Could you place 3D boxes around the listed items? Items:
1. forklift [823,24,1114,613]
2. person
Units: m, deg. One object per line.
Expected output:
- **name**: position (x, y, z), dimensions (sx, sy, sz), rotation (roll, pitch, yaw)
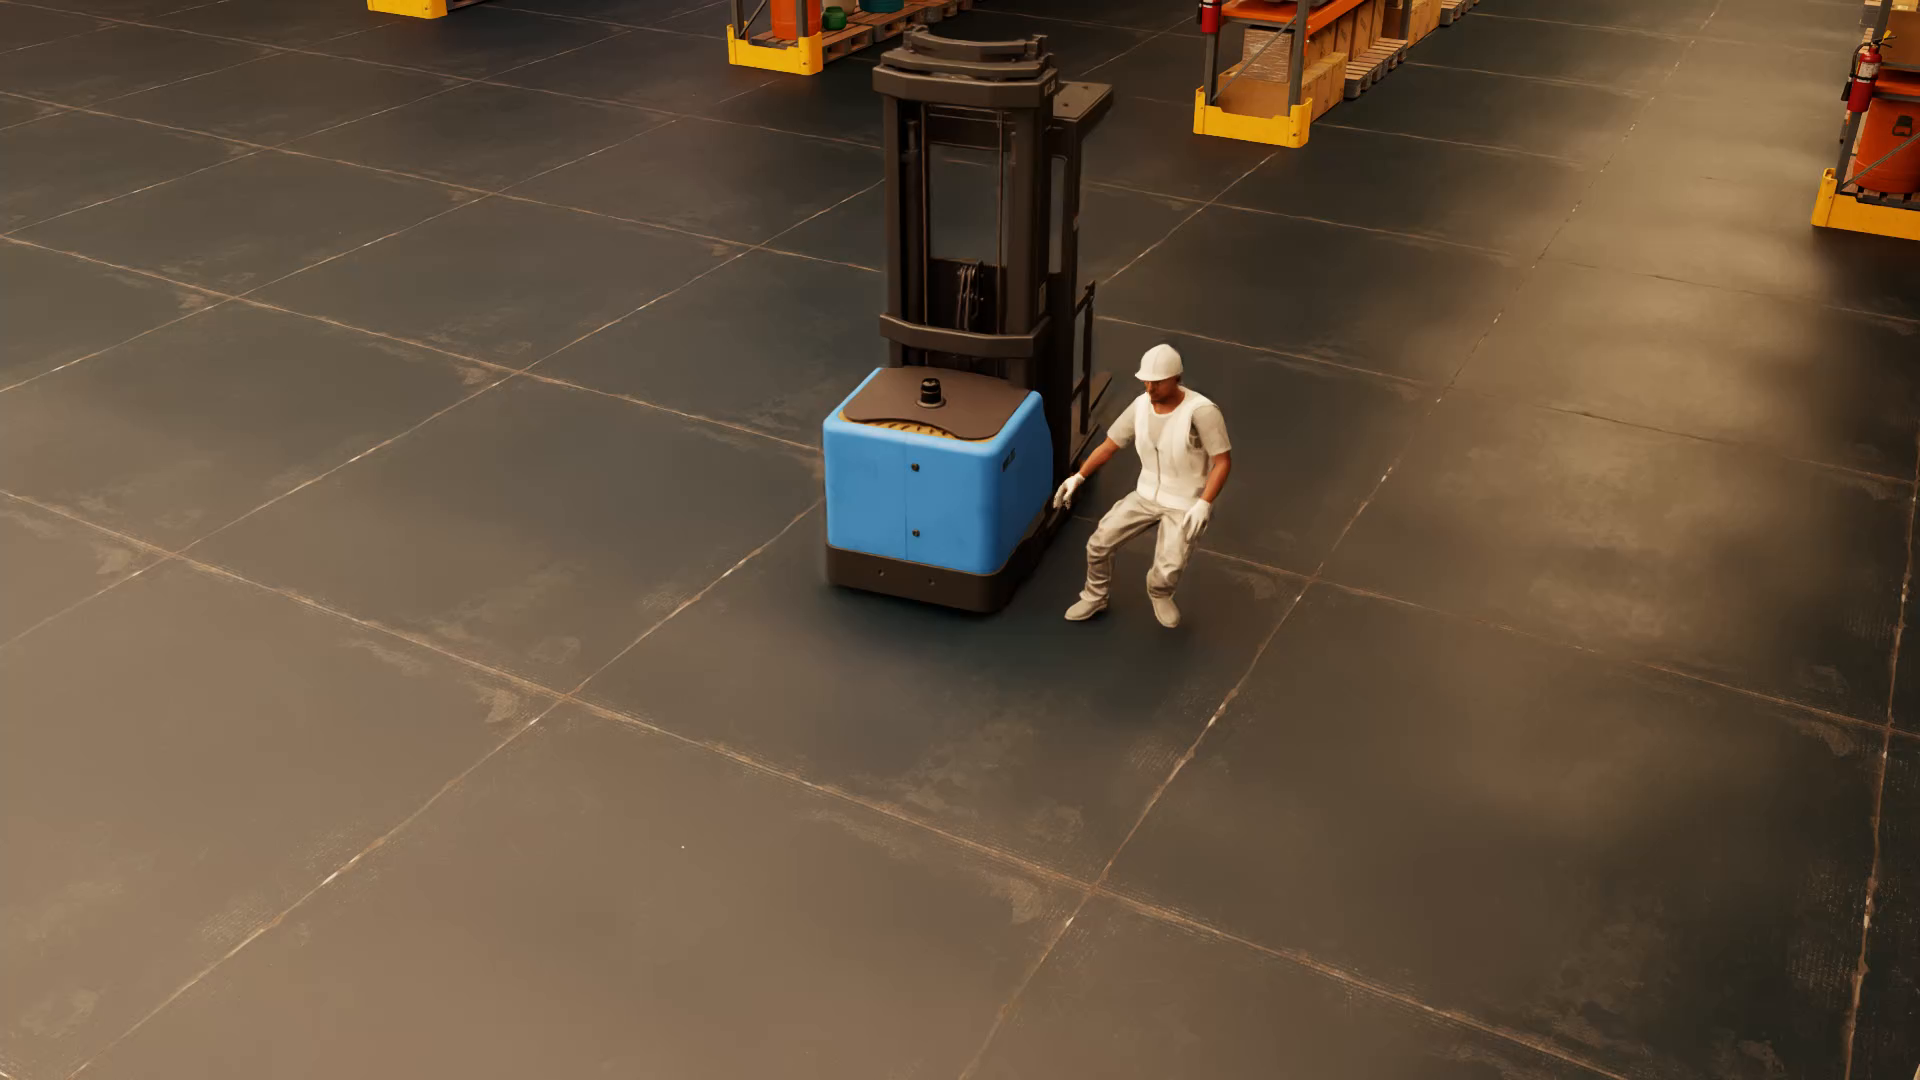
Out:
- **forklift**: position (0.223, -1.592, 9.829), dimensions (1.130, 2.935, 3.031), rotation (10, 32, 17)
- **person**: position (0.983, -0.207, 8.723), dimensions (0.681, 1.644, 0.809), rotation (-26, 39, -37)
